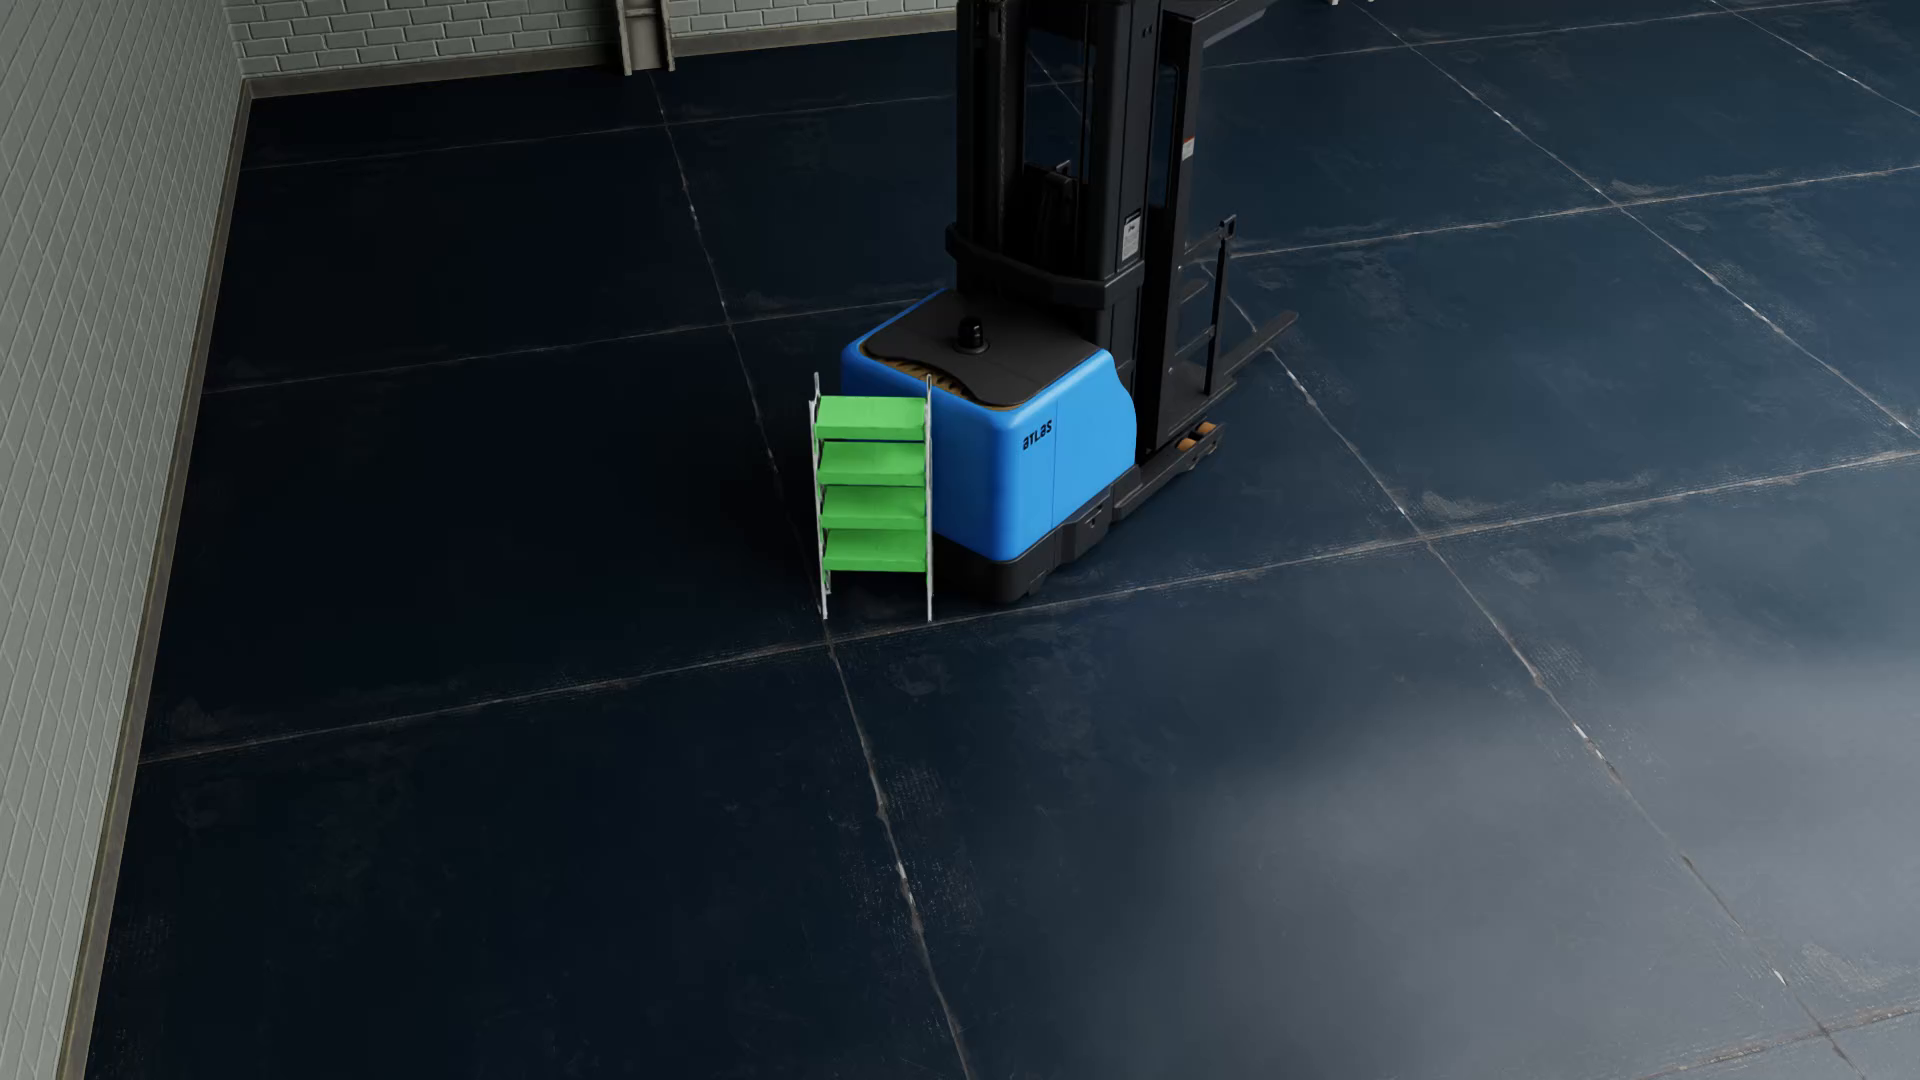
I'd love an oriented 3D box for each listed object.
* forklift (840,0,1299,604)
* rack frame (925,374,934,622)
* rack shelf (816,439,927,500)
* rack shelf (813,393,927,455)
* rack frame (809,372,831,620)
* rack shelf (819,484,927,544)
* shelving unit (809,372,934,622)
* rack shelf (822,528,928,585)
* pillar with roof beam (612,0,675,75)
[{"bbox_3d":[0.745,-1.701,8.041,1.130,2.935,3.031,26,44,30],"label":"forklift"},{"bbox_3d":[-0.138,-0.168,7.461,0.015,1.200,0.240,1,37,1],"label":"rack frame"},{"bbox_3d":[-0.381,-0.313,7.361,0.480,0.148,0.258,1,37,1],"label":"rack shelf"},{"bbox_3d":[-0.381,-0.503,7.215,0.480,0.148,0.258,1,37,1],"label":"rack shelf"},{"bbox_3d":[-0.625,-0.178,7.474,0.015,1.200,0.240,1,37,1],"label":"rack frame"},{"bbox_3d":[-0.381,-0.122,7.506,0.480,0.148,0.258,1,37,1],"label":"rack shelf"},{"bbox_3d":[-0.381,-0.173,7.468,0.503,1.200,0.258,1,37,1],"label":"shelving unit"},{"bbox_3d":[-0.381,0.069,7.652,0.480,0.148,0.258,1,37,1],"label":"rack shelf"},{"bbox_3d":[-1.343,-4.792,7.087,0.400,9.000,9.100,-9,38,-12],"label":"pillar with roof beam"}]
